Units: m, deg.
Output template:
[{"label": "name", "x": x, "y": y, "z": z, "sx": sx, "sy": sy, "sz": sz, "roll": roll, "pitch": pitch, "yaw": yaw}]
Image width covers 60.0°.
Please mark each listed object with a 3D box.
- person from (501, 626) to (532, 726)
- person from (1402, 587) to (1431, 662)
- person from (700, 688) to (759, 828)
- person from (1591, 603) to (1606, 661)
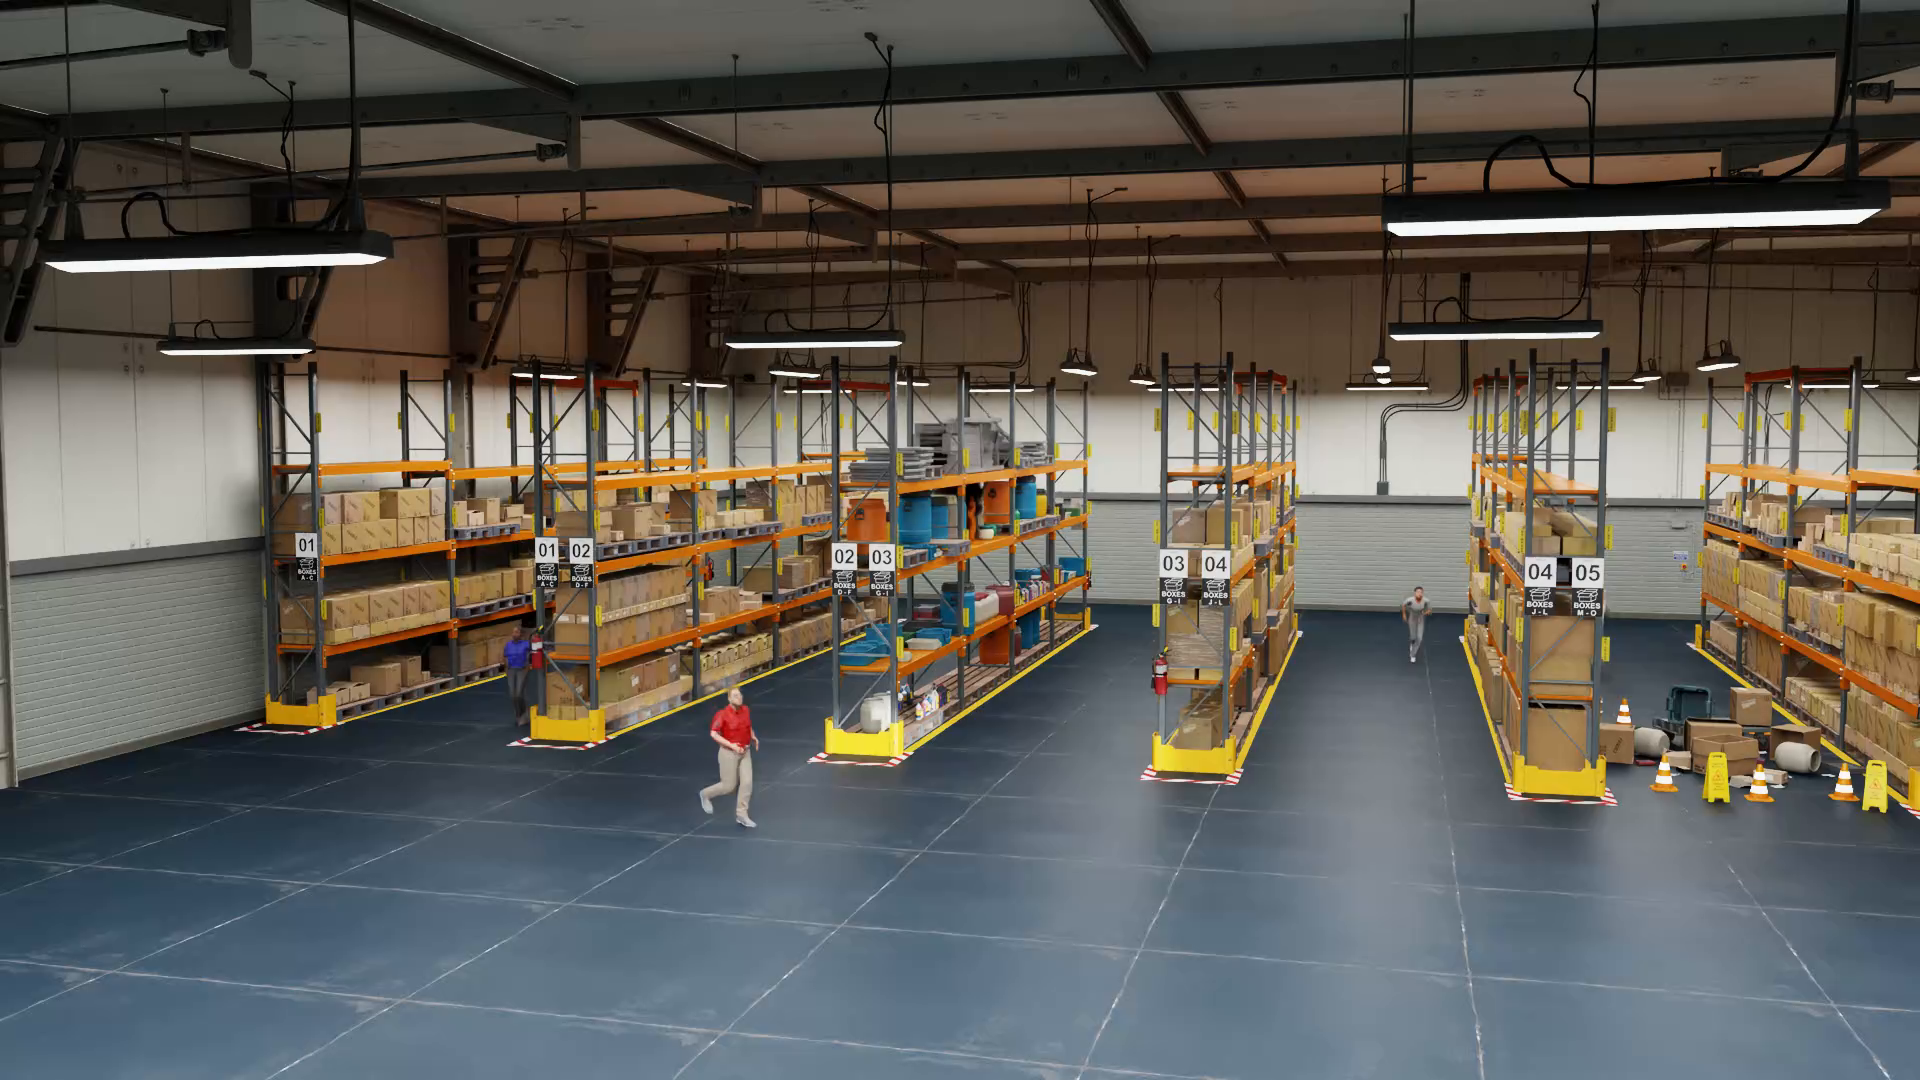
[{"label": "person", "x": -7.326, "y": 2.257, "z": 27.512, "sx": 0.566, "sy": 1.671, "sz": 0.645, "roll": 1, "pitch": 4, "yaw": 8}, {"label": "person", "x": 9.588, "y": 1.765, "z": 34.919, "sx": 0.553, "sy": 1.592, "sz": 0.686, "roll": 0, "pitch": 4, "yaw": 5}, {"label": "person", "x": -2.852, "y": 2.701, "z": 20.834, "sx": 0.834, "sy": 1.726, "sz": 0.670, "roll": 4, "pitch": 5, "yaw": 43}, {"label": "person", "x": 13.052, "y": 1.730, "z": 34.605, "sx": 0.572, "sy": 1.739, "sz": 0.810, "roll": 0, "pitch": 4, "yaw": 1}]
